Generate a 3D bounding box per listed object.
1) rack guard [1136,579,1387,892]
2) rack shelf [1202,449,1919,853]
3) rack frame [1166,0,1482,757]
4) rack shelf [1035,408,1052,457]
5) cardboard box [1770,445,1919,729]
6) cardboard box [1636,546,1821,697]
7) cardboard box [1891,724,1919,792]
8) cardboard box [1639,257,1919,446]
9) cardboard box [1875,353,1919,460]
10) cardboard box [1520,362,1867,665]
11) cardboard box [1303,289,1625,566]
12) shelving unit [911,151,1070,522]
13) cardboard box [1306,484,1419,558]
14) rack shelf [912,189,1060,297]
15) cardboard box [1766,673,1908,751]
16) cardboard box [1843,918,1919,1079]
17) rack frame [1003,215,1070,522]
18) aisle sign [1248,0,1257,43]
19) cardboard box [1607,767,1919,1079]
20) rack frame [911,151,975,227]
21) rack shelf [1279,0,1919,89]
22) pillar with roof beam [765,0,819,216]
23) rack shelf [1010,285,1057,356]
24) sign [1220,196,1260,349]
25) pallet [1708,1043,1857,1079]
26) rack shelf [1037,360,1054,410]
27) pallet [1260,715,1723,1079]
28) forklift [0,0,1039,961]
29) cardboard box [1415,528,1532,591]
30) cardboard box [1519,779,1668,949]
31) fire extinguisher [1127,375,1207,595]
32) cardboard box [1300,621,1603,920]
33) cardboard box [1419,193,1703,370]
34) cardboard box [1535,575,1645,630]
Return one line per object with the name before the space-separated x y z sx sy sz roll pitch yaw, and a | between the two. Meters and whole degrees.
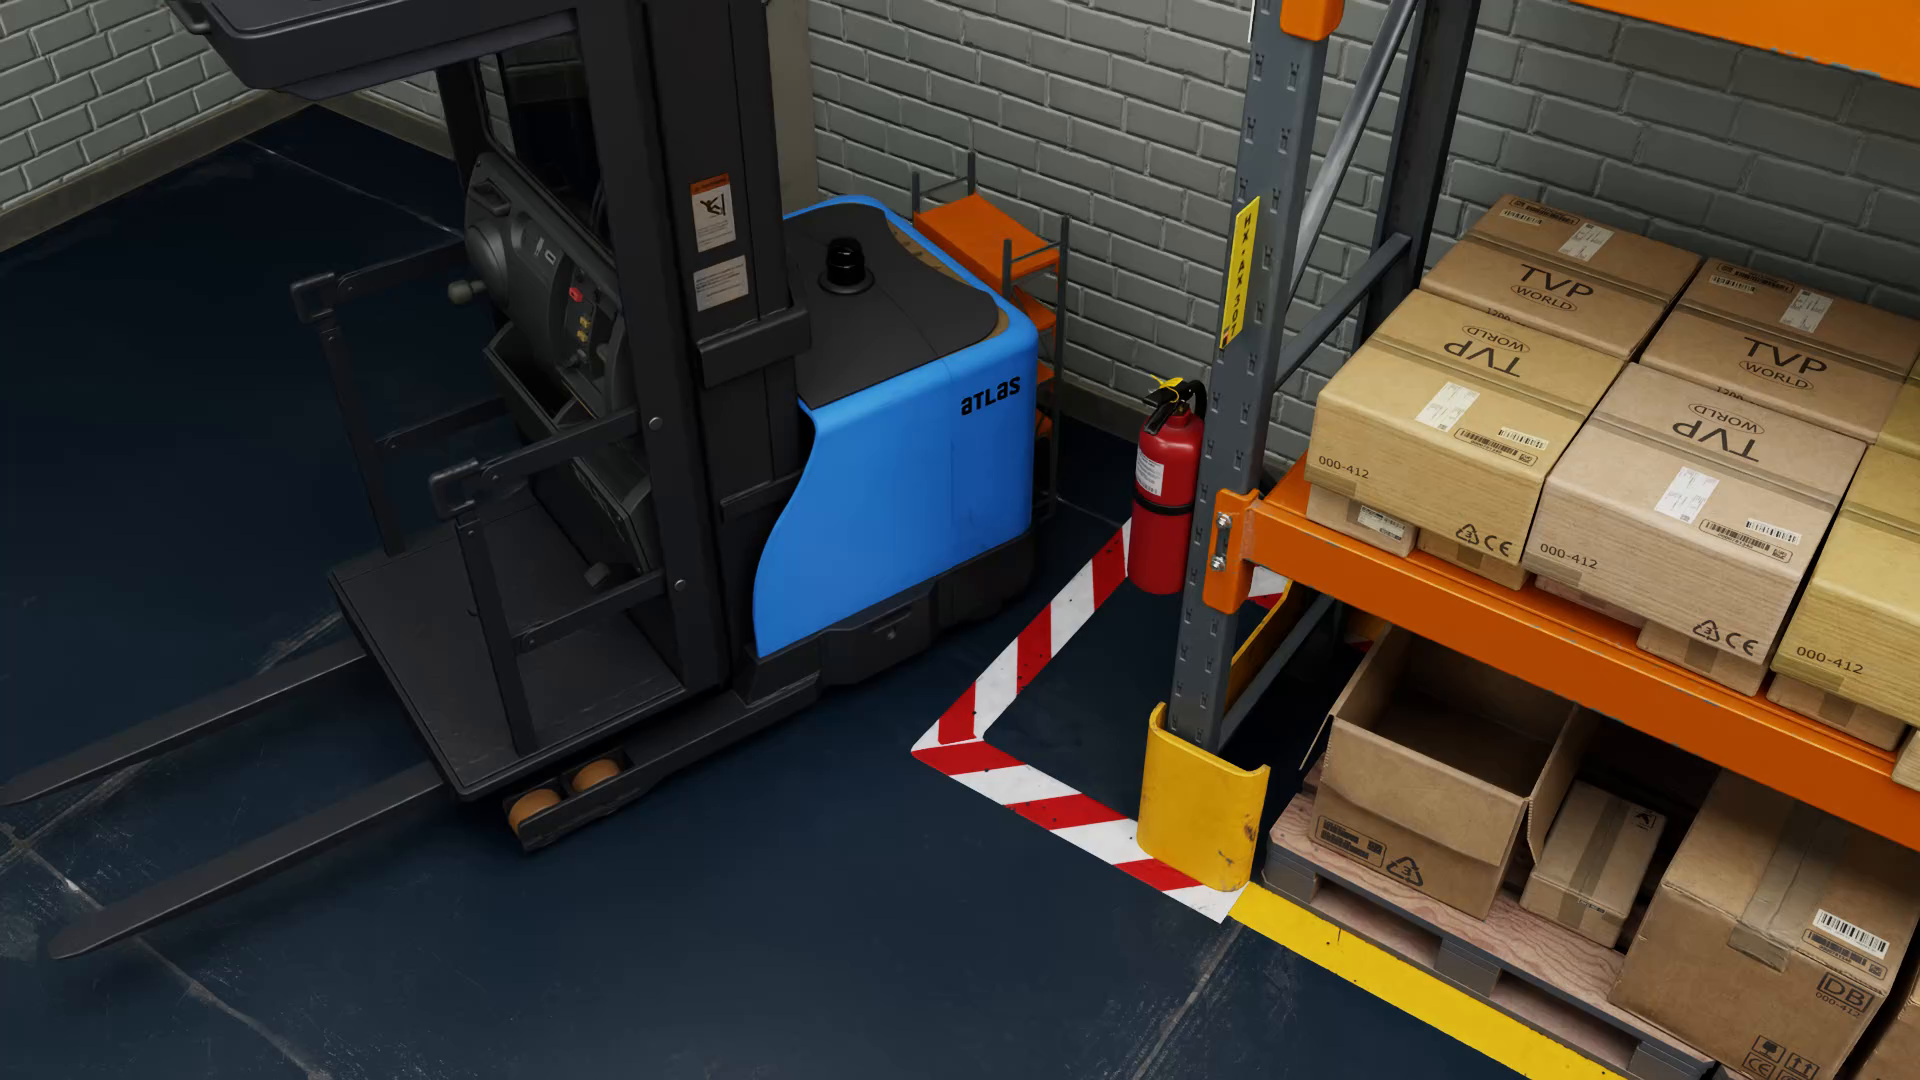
rack guard | 0.958 0.431 4.893 0.348 0.500 1.175 25 48 25
rack shelf | 2.534 0.505 3.476 4.000 0.370 1.077 25 48 25
rack frame | 0.896 -0.529 4.092 0.127 3.000 1.000 25 48 25
rack shelf | 0.089 -0.424 5.722 0.258 0.148 0.480 -25 48 -26
cardboard box | 1.943 0.122 3.254 0.500 0.250 0.500 24 47 25
cardboard box | 1.650 0.124 3.550 0.250 0.149 0.380 27 48 27
cardboard box | 2.034 0.360 3.286 0.250 0.149 0.380 24 47 24
cardboard box | 1.847 -0.355 3.786 0.500 0.250 0.500 25 48 25
cardboard box | 2.249 -0.163 3.572 0.500 0.250 0.500 27 48 27
cardboard box | 1.526 -0.070 3.469 0.500 0.250 0.500 26 48 26
cardboard box | 1.113 -0.263 3.684 0.500 0.250 0.500 25 48 26
shelving unit | 0.089 -0.622 5.545 0.258 1.200 0.503 -25 48 -26
cardboard box | 1.008 -0.160 3.868 0.250 0.149 0.380 25 47 25
rack shelf | 0.089 -0.915 5.283 0.258 0.148 0.480 -25 48 -26
cardboard box | 1.870 0.223 3.440 0.250 0.149 0.380 26 48 26
cardboard box | 2.396 1.137 3.789 0.500 0.500 0.500 26 48 26
rack frame | 0.231 -0.489 5.397 0.240 1.200 0.015 -25 48 -26
aisle sign | 0.672 -1.364 3.075 0.004 0.787 0.394 25 48 25
cardboard box | 2.020 0.880 4.076 0.500 0.500 0.700 27 48 27
rack frame | -0.052 -0.754 5.693 0.240 1.200 0.015 -25 48 -26
rack shelf | 2.534 -0.613 2.476 4.000 0.370 1.077 25 48 25
pillar with roof beam | -3.266 -1.939 1.169 0.400 9.000 9.100 25 48 25
rack shelf | 0.089 -0.738 5.441 0.258 0.148 0.480 -25 48 -26
sign | 0.585 -0.556 3.472 0.005 0.325 0.100 25 48 25
pallet | 2.606 1.311 4.126 1.213 0.211 1.003 25 48 25
rack shelf | 0.089 -0.572 5.590 0.258 0.148 0.480 -25 48 -26
pallet | 1.612 0.844 4.649 1.213 0.211 1.003 25 48 25
forklift | -1.254 -0.618 4.242 3.031 2.935 1.130 -25 47 -25
cardboard box | 1.243 -0.088 3.787 0.250 0.149 0.380 26 48 26
cardboard box | 1.668 0.847 4.377 0.250 0.149 0.380 23 47 24
fire extinguisher | 0.510 -0.165 4.023 0.183 0.674 0.296 25 48 25
cardboard box | 1.343 0.531 4.465 0.637 0.503 0.797 23 47 24
cardboard box | 1.425 -0.553 4.008 0.500 0.250 0.500 26 48 26
cardboard box | 1.478 -0.006 3.696 0.250 0.149 0.380 24 47 25
